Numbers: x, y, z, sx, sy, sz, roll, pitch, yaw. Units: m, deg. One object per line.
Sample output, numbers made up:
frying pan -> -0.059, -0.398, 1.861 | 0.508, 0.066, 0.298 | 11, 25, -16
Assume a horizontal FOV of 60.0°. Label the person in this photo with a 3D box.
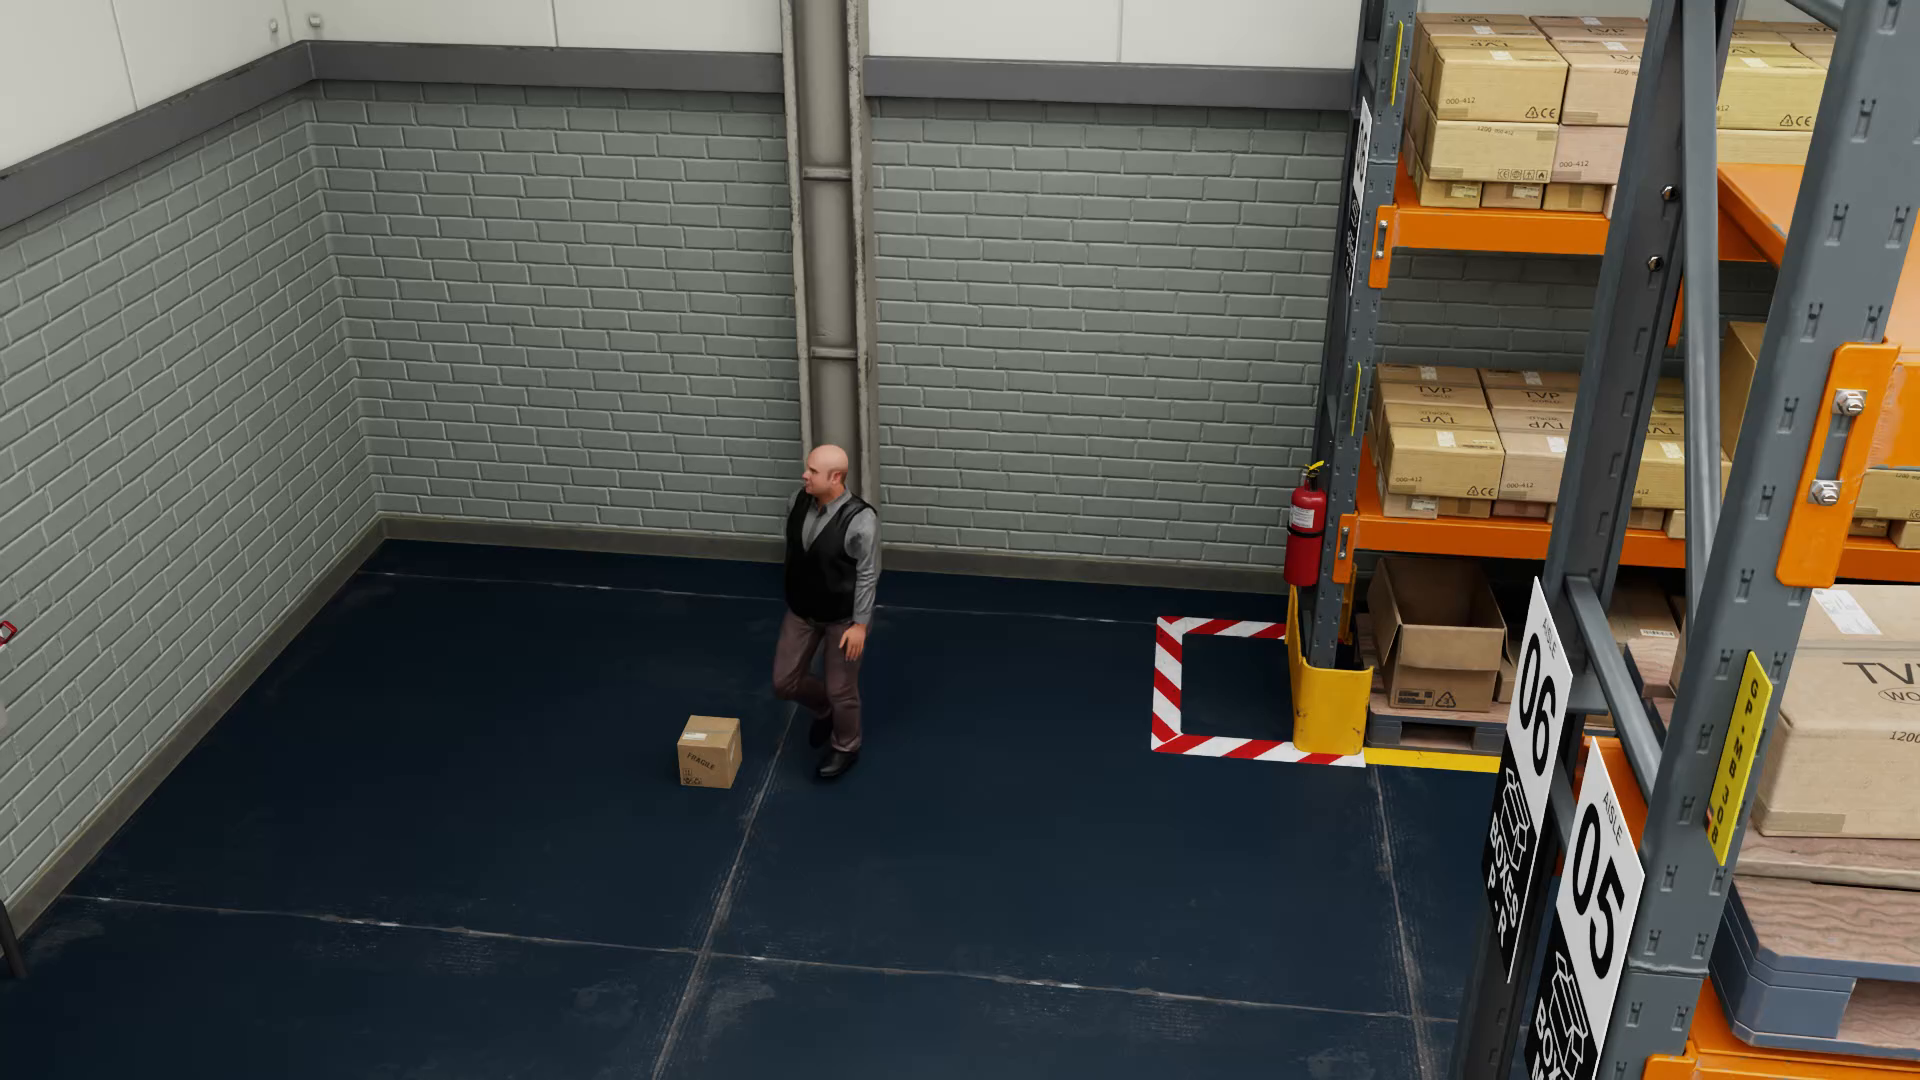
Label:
person -> -0.643, 0.388, 7.975 | 0.551, 1.630, 0.468 | 15, 32, 25
